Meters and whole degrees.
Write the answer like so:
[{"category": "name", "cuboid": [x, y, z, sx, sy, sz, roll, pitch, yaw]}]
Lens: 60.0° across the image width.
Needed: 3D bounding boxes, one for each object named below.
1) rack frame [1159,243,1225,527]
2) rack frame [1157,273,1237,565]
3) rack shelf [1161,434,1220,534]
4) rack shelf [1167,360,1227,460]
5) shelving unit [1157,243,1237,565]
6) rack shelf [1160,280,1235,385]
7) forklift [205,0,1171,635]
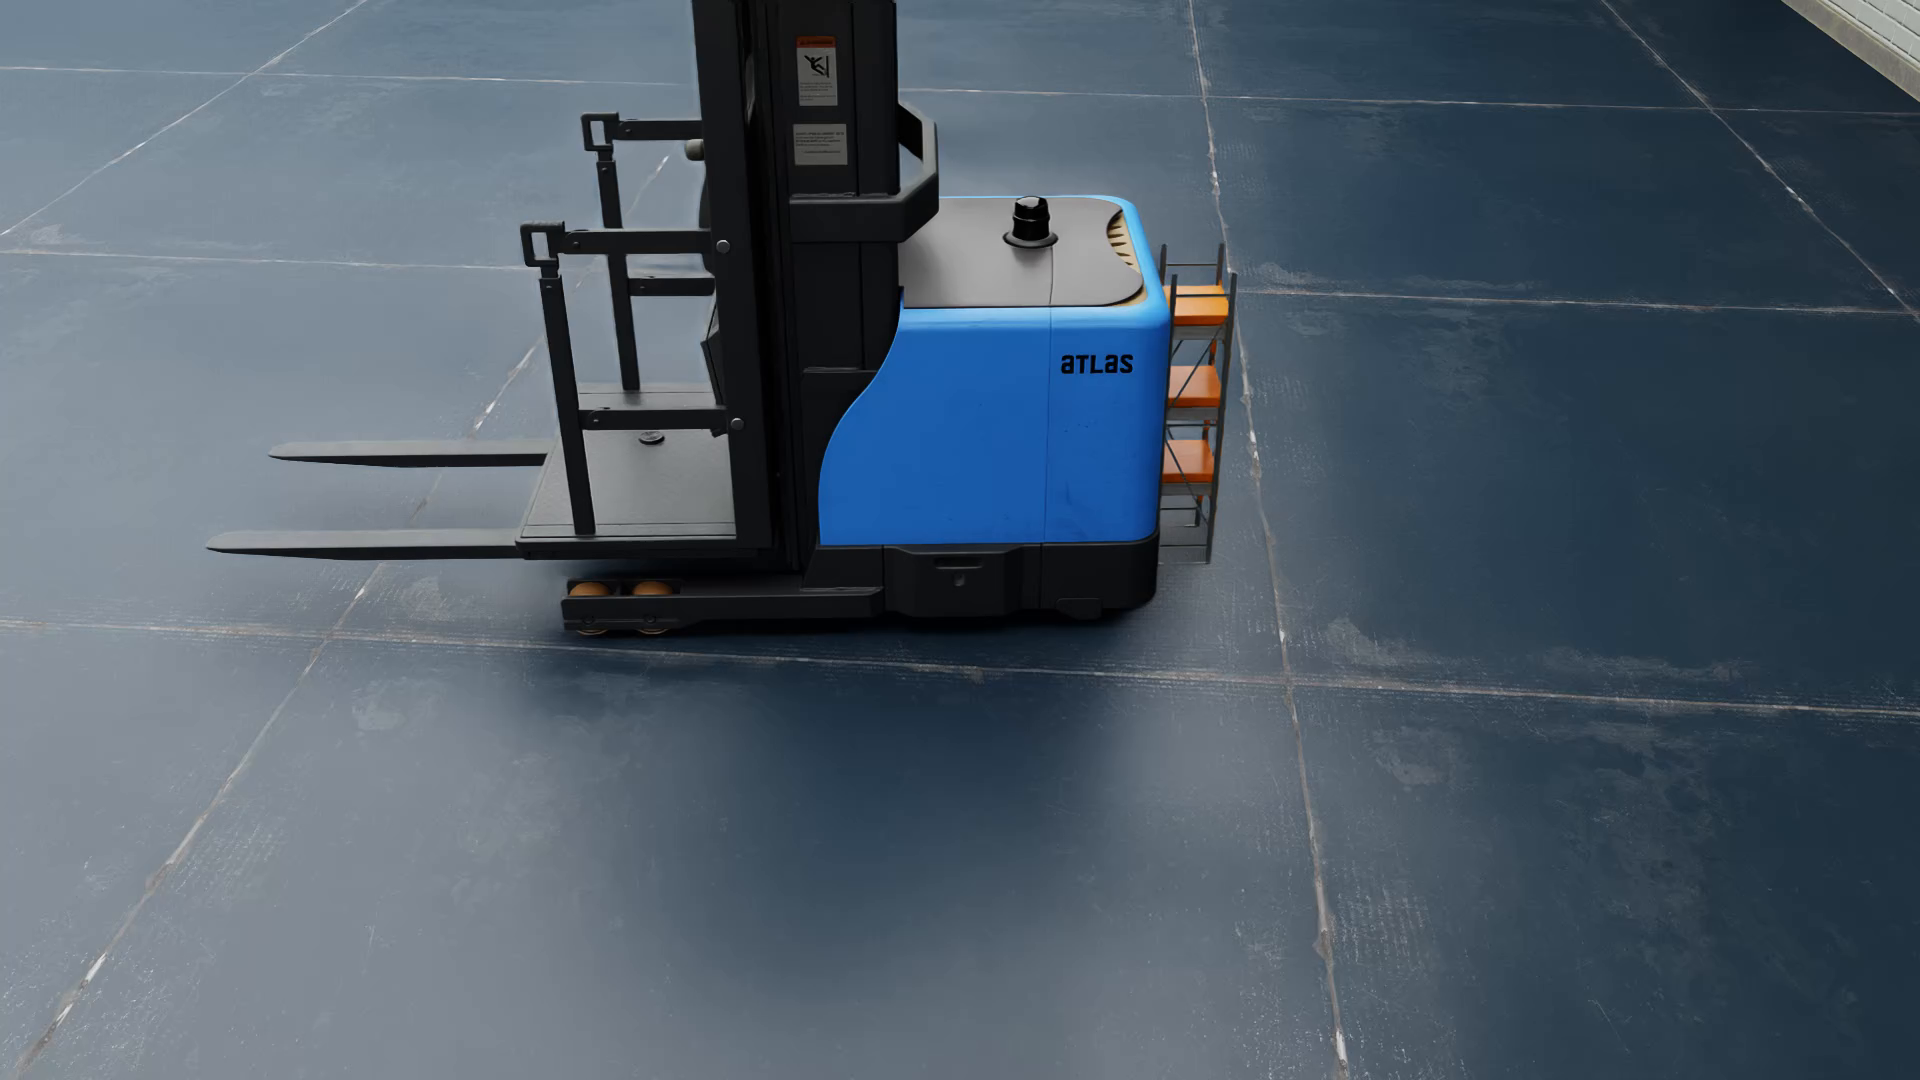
[{"category": "rack frame", "cuboid": [0.739, -0.493, 5.550, 0.200, 1.050, 0.008, -1, 32, -1]}, {"category": "rack frame", "cuboid": [0.745, -0.365, 5.342, 0.200, 1.050, 0.008, -1, 32, -1]}, {"category": "rack shelf", "cuboid": [0.742, -0.184, 5.597, 0.215, 0.259, 0.240, -1, 32, -1]}, {"category": "rack shelf", "cuboid": [0.742, -0.420, 5.451, 0.215, 0.259, 0.240, -1, 32, -1]}, {"category": "shelving unit", "cuboid": [0.742, -0.429, 5.446, 0.215, 1.050, 0.252, -1, 32, -1]}, {"category": "rack shelf", "cuboid": [0.742, -0.662, 5.302, 0.215, 0.259, 0.240, -1, 32, -1]}, {"category": "forklift", "cuboid": [-0.897, -1.228, 4.949, 3.031, 2.935, 1.130, -1, 32, -1]}]
